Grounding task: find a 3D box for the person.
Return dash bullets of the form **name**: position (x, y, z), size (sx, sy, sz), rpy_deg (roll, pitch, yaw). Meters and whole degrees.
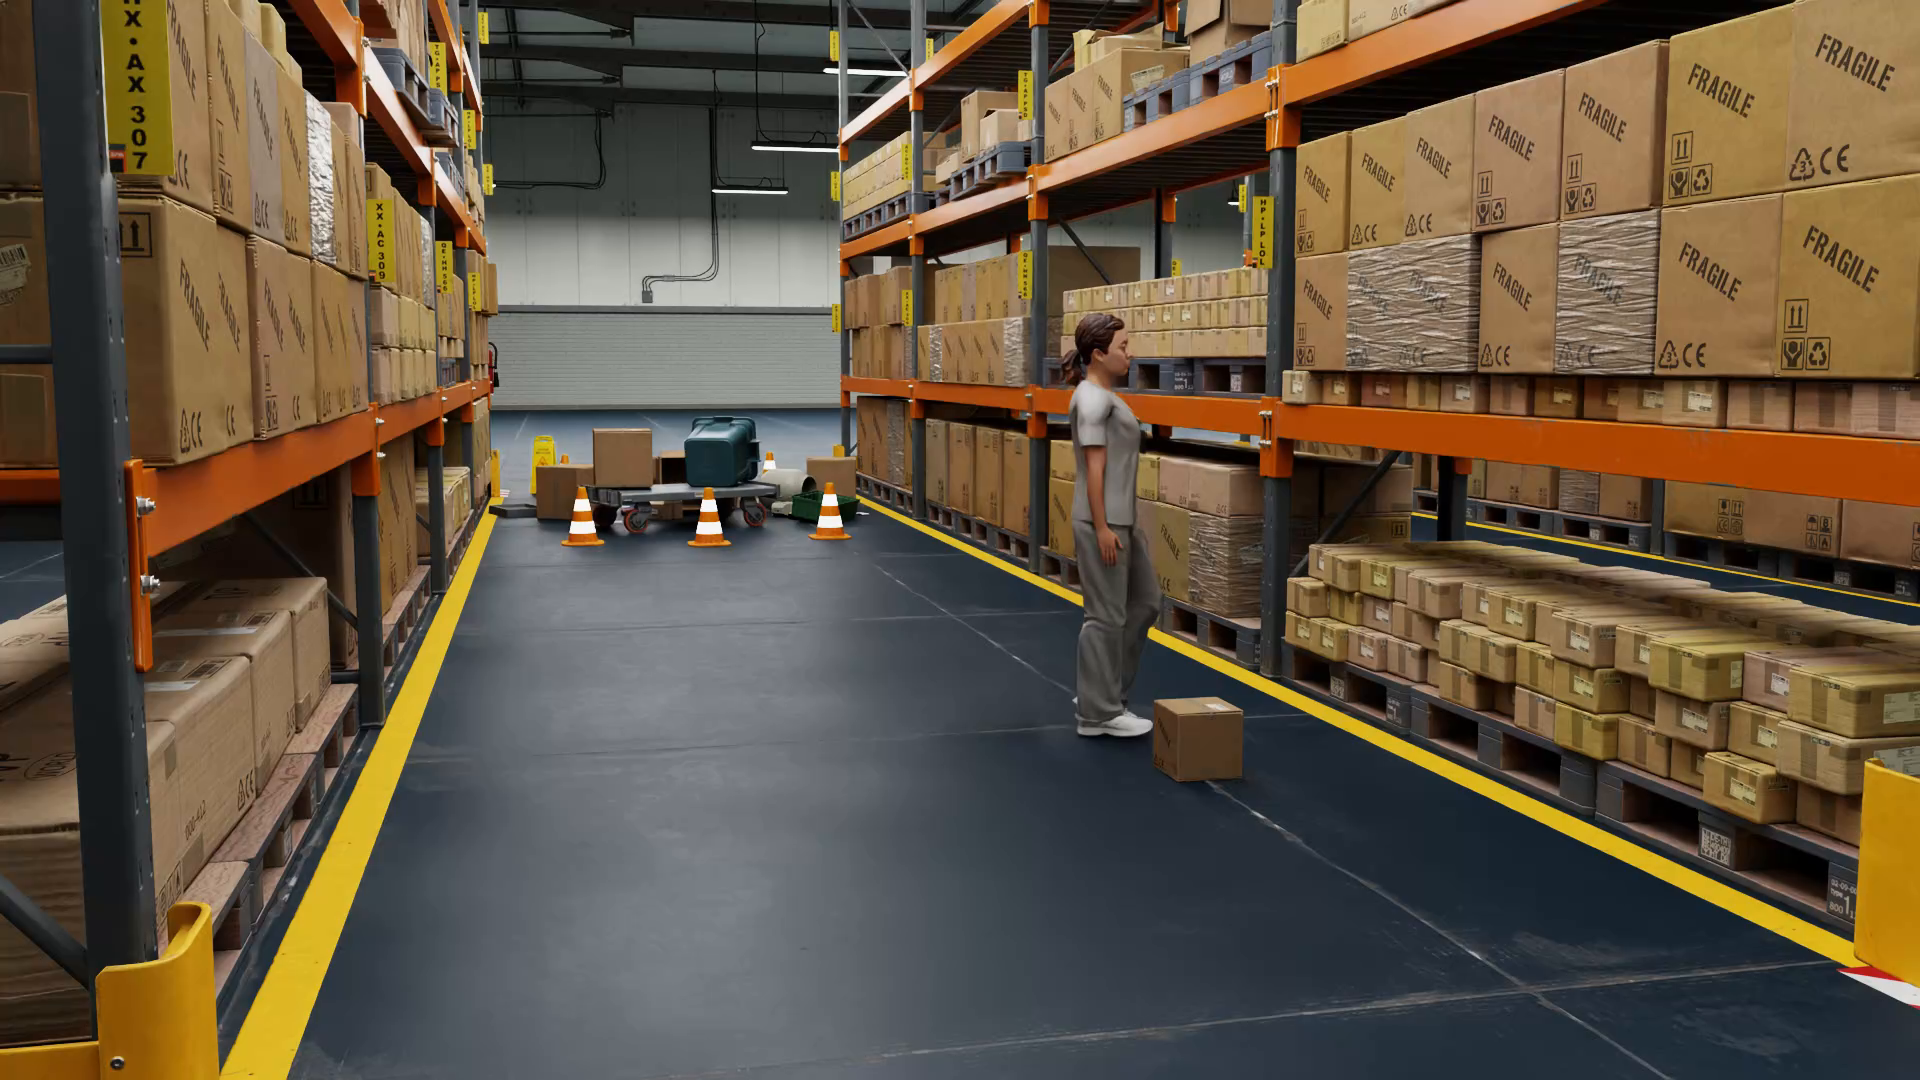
- **person**: position (0.596, -0.043, 6.557), size (0.399, 1.692, 0.481), rpy_deg (1, 6, 8)
